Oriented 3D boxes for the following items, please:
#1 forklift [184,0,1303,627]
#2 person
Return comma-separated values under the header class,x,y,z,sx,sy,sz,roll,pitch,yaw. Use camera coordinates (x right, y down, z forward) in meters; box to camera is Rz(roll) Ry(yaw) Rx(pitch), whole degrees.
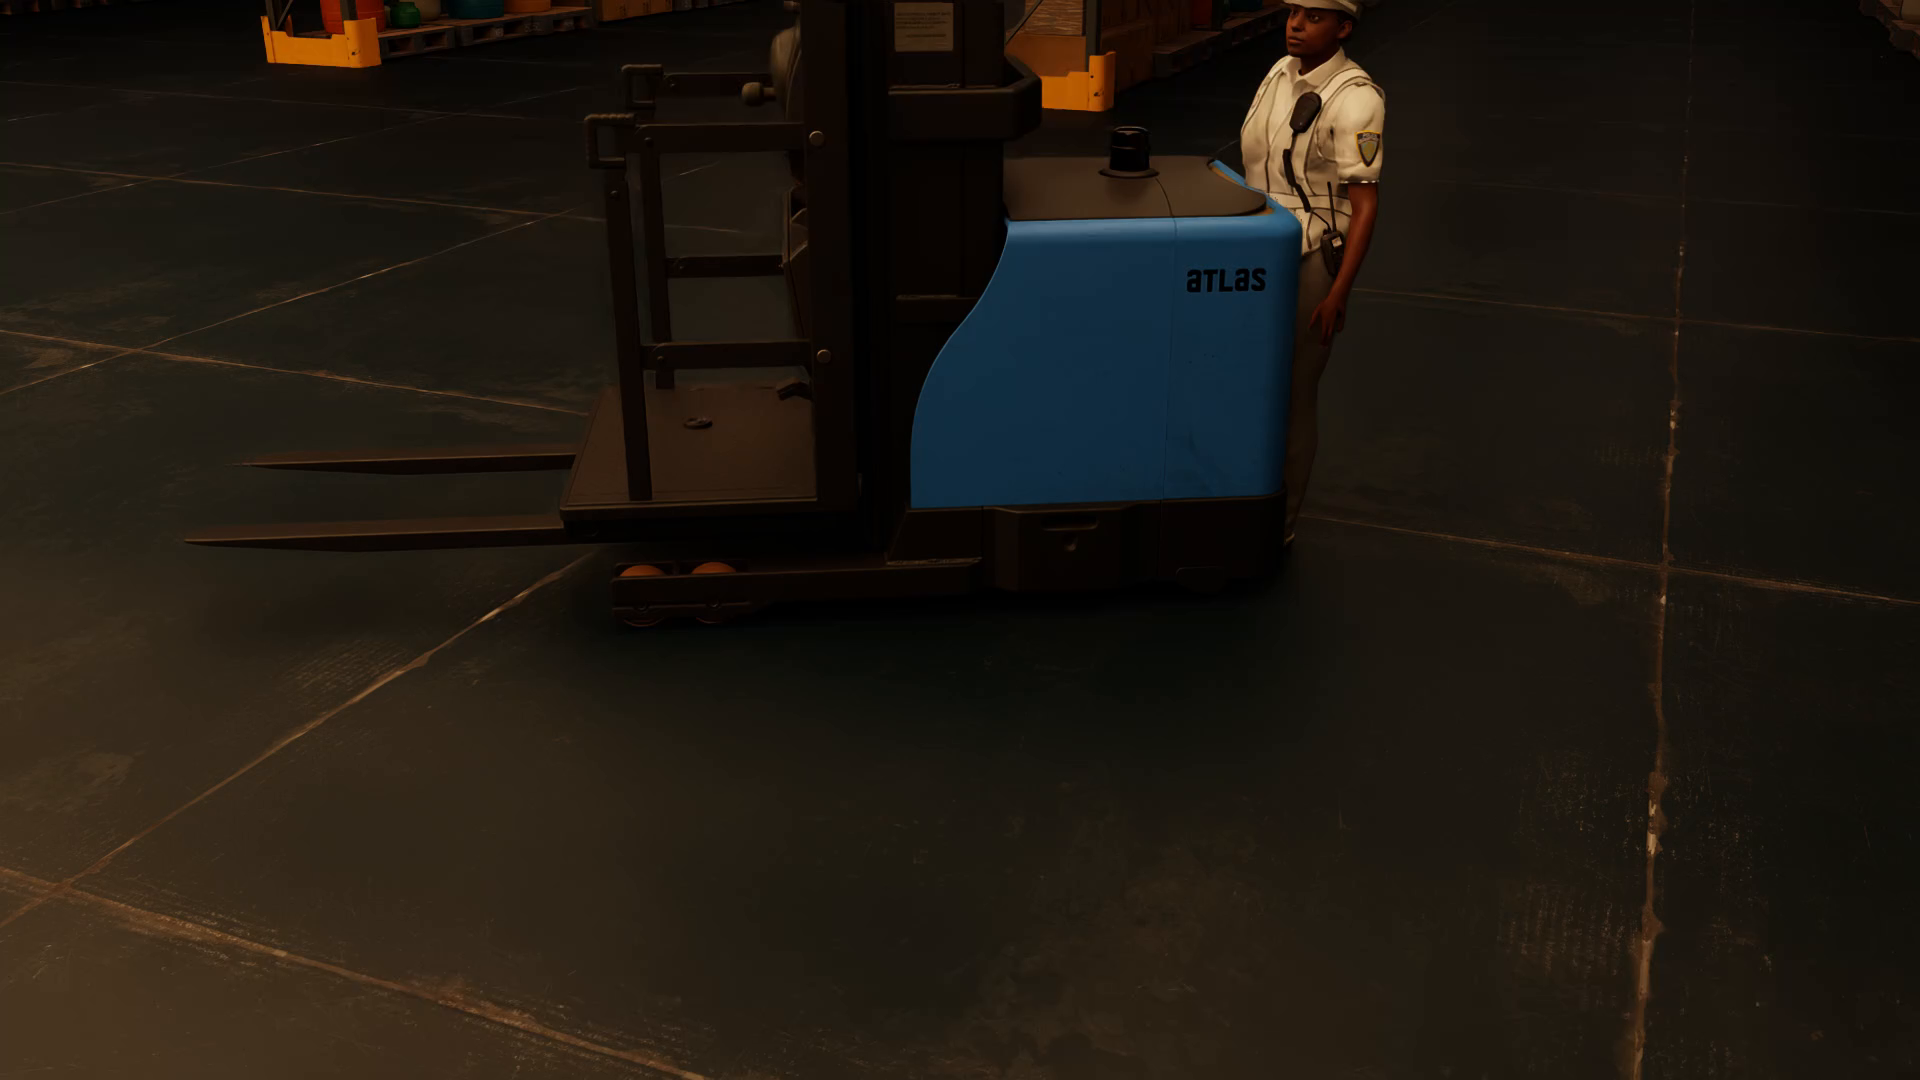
class,x,y,z,sx,sy,sz,roll,pitch,yaw
forklift,-0.632,-1.329,4.471,3.031,2.935,1.130,-2,23,-5
person,0.845,-0.759,4.693,0.562,1.692,0.575,-12,26,-27
